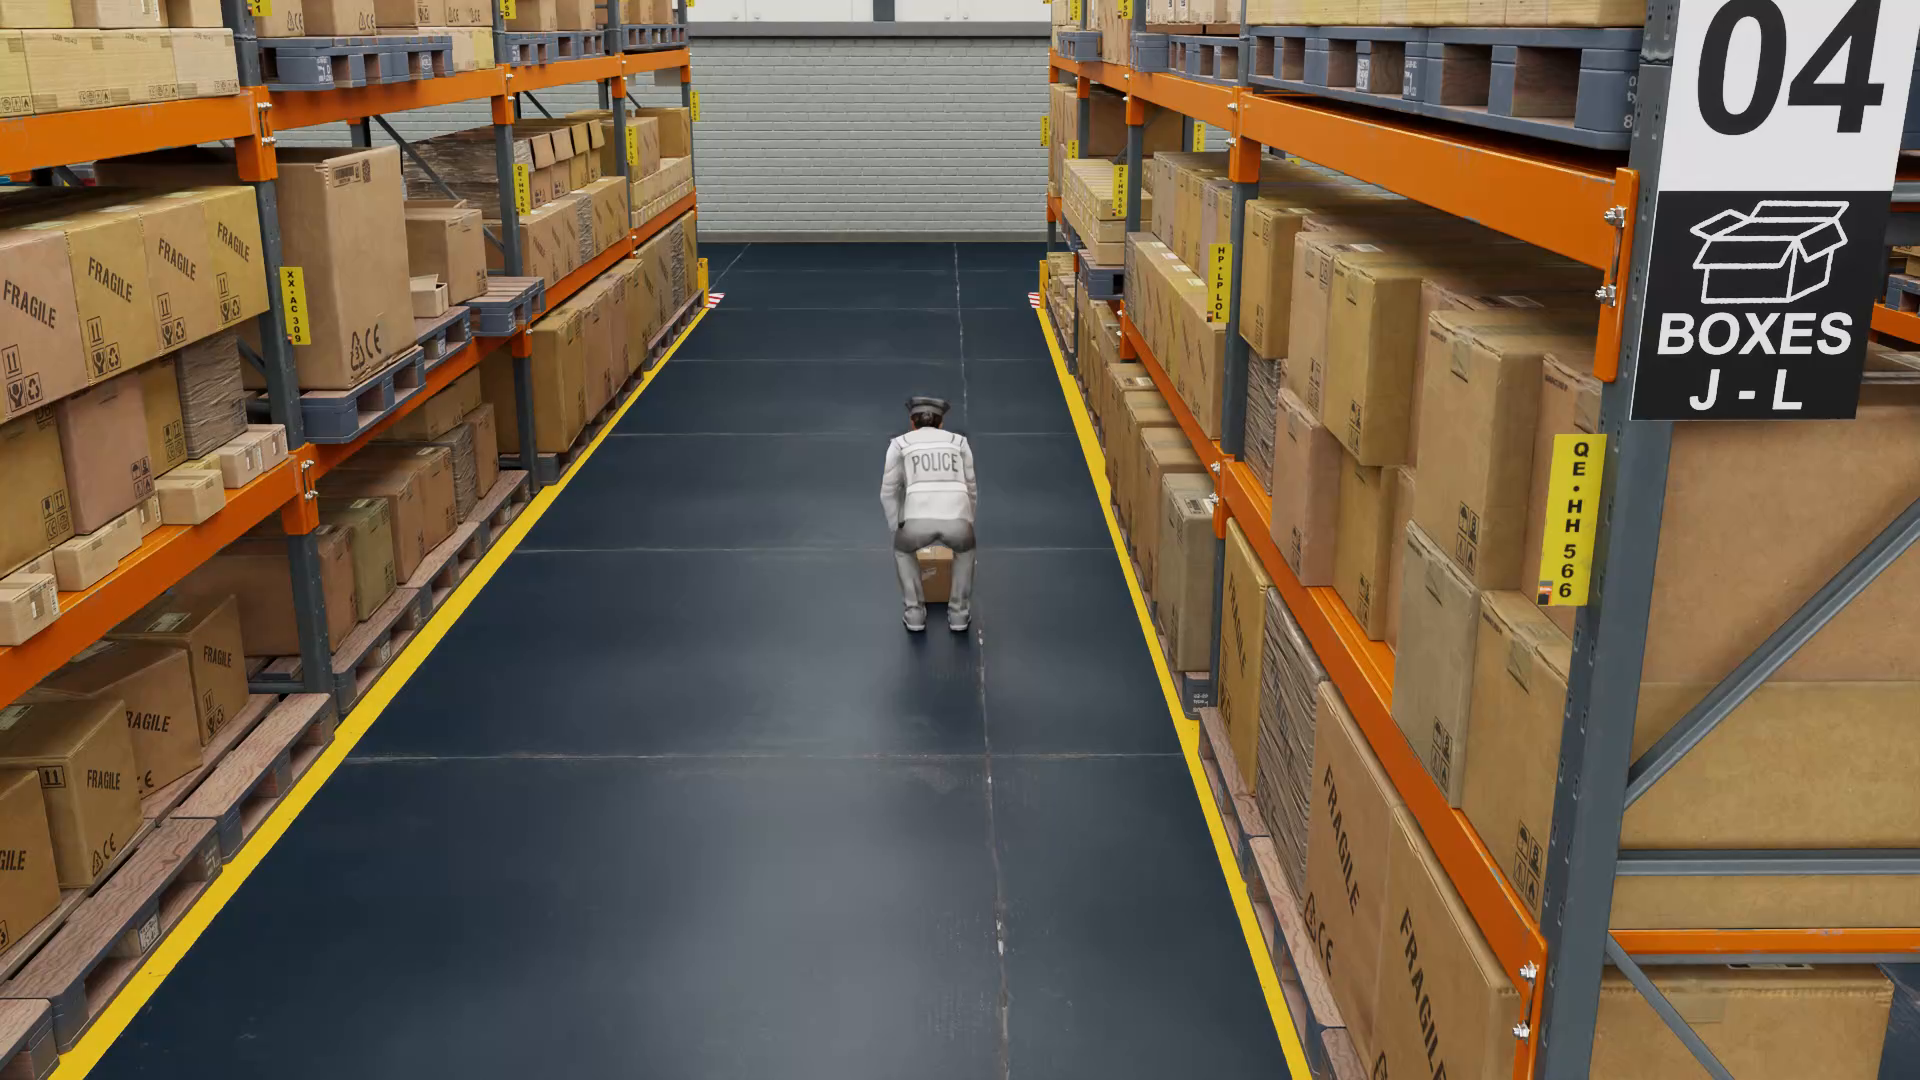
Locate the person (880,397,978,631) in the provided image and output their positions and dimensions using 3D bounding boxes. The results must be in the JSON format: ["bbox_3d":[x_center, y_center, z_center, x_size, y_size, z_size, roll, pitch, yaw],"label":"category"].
[{"bbox_3d":[-0.164,-0.136,8.811,0.522,1.180,0.796,0,17,-1],"label":"person"}]
